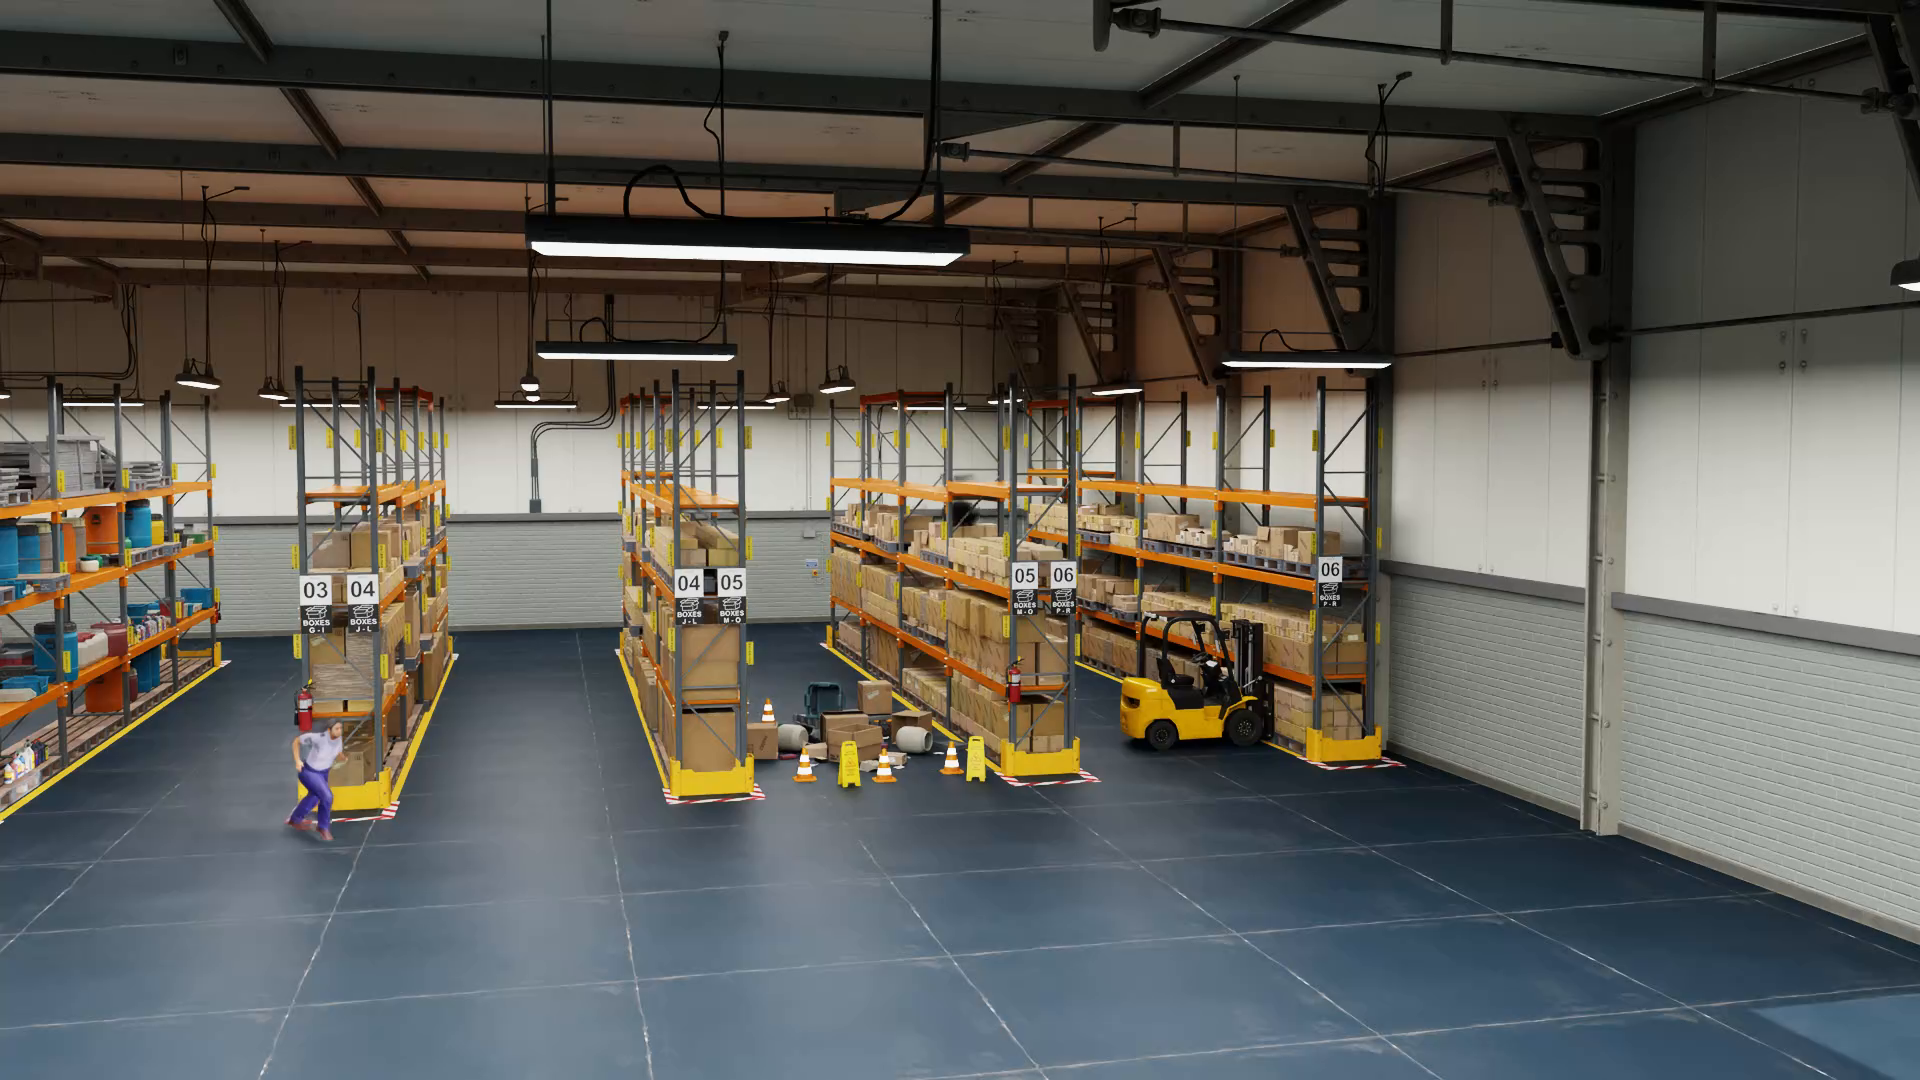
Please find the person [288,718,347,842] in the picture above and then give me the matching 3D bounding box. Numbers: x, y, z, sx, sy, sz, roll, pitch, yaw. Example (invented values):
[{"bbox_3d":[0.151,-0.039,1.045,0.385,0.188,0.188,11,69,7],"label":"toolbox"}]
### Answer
[{"bbox_3d":[-8.128,3.020,20.910,0.950,1.585,0.652,1,4,24],"label":"person"}]
